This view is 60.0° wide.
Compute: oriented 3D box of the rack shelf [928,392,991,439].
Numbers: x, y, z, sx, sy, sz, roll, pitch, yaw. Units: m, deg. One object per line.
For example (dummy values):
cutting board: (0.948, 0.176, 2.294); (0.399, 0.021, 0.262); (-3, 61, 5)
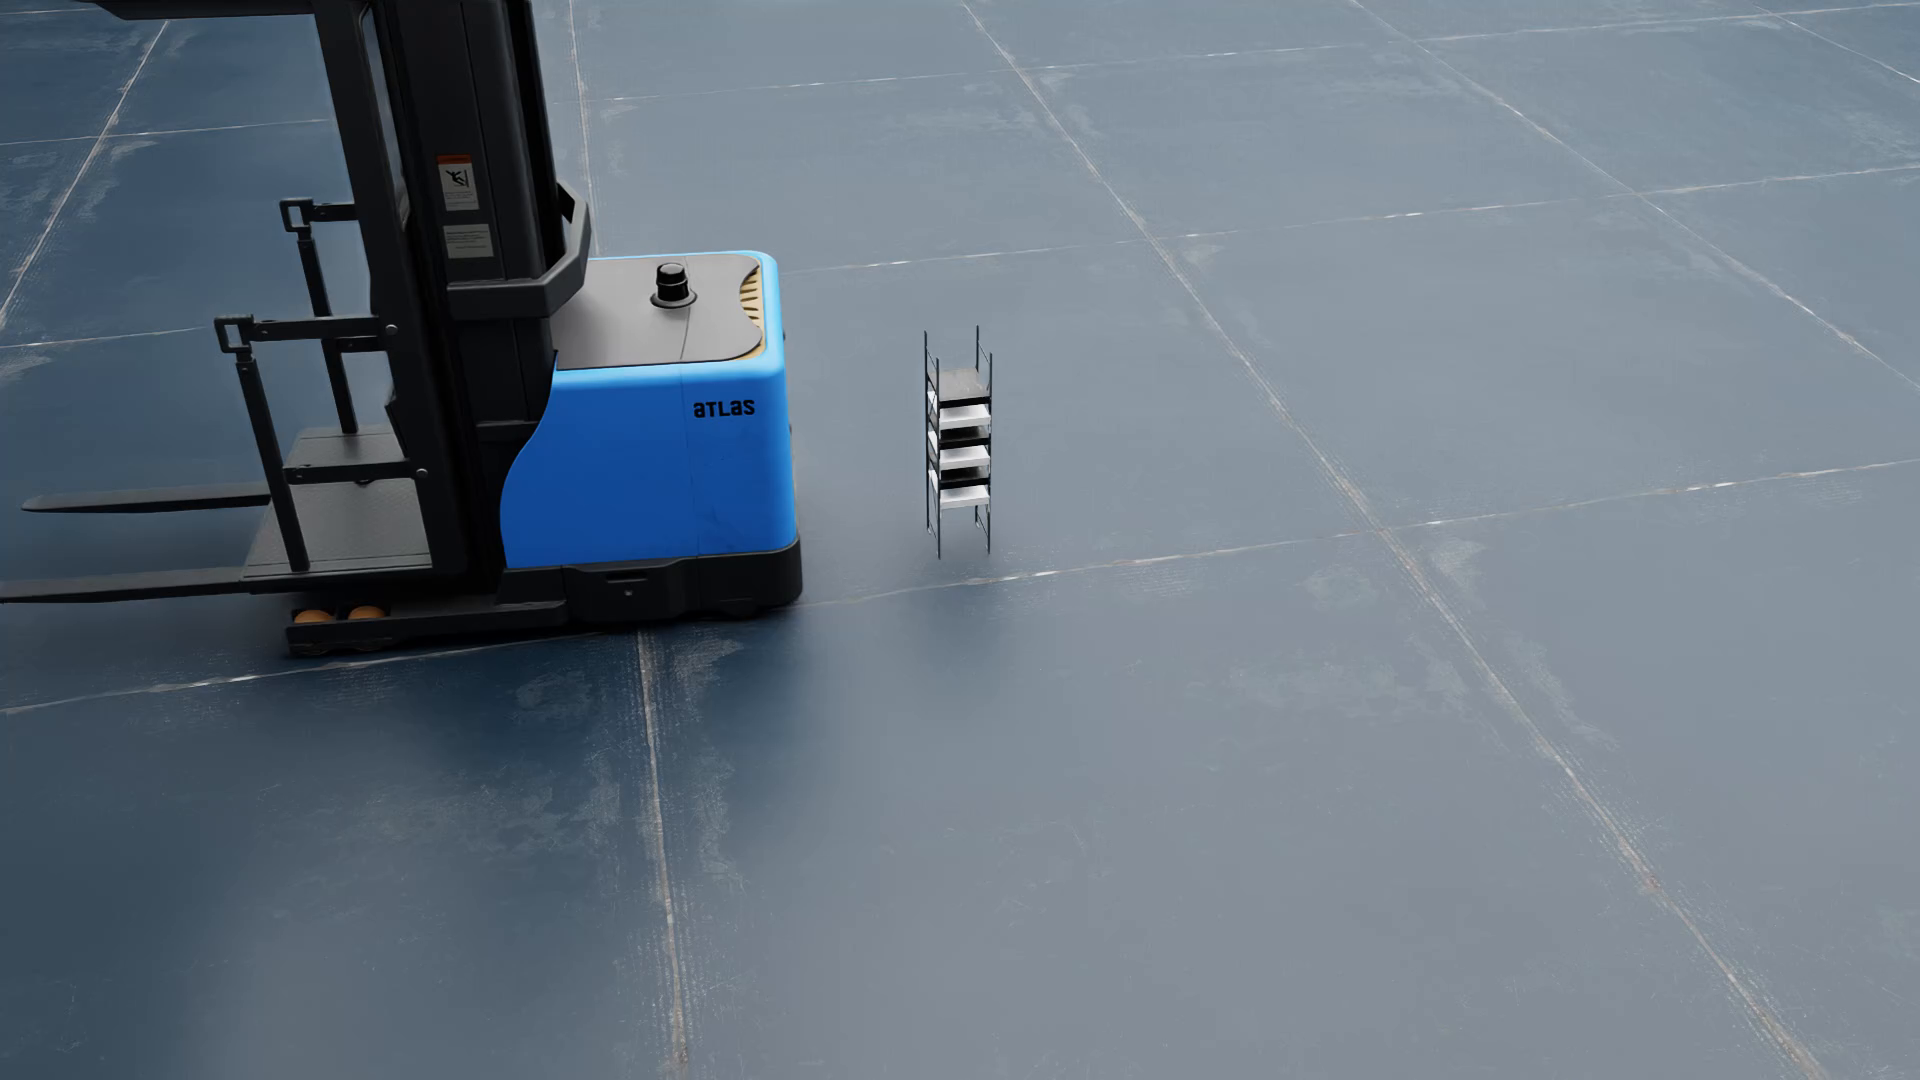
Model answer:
rack shelf: (-0.008, -0.494, 6.416); (0.200, 0.077, 0.258); (-7, 35, -11)

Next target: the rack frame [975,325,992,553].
rack frame: (0.091, -0.385, 6.516); (0.006, 0.900, 0.240); (-7, 35, -11)

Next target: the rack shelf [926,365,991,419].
rack shelf: (-0.008, -0.569, 6.366); (0.200, 0.077, 0.258); (-7, 35, -11)

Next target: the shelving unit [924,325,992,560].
shelving unit: (-0.008, -0.373, 6.498); (0.210, 0.900, 0.258); (-7, 35, -11)

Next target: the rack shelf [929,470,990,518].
rack shelf: (-0.008, -0.196, 6.617); (0.200, 0.077, 0.258); (-7, 35, -11)

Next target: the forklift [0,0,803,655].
forklift: (-2.155, -1.106, 5.768); (3.031, 2.935, 1.130); (-4, 34, -6)

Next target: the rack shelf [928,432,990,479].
rack shelf: (-0.008, -0.345, 6.516); (0.200, 0.077, 0.258); (-7, 35, -11)

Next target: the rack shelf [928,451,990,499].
rack shelf: (-0.008, -0.270, 6.566); (0.200, 0.077, 0.258); (-7, 35, -11)

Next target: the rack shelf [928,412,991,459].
rack shelf: (-0.008, -0.420, 6.466); (0.200, 0.077, 0.258); (-7, 35, -11)

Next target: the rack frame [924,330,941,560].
rack frame: (-0.107, -0.360, 6.479); (0.006, 0.900, 0.240); (-7, 35, -11)
